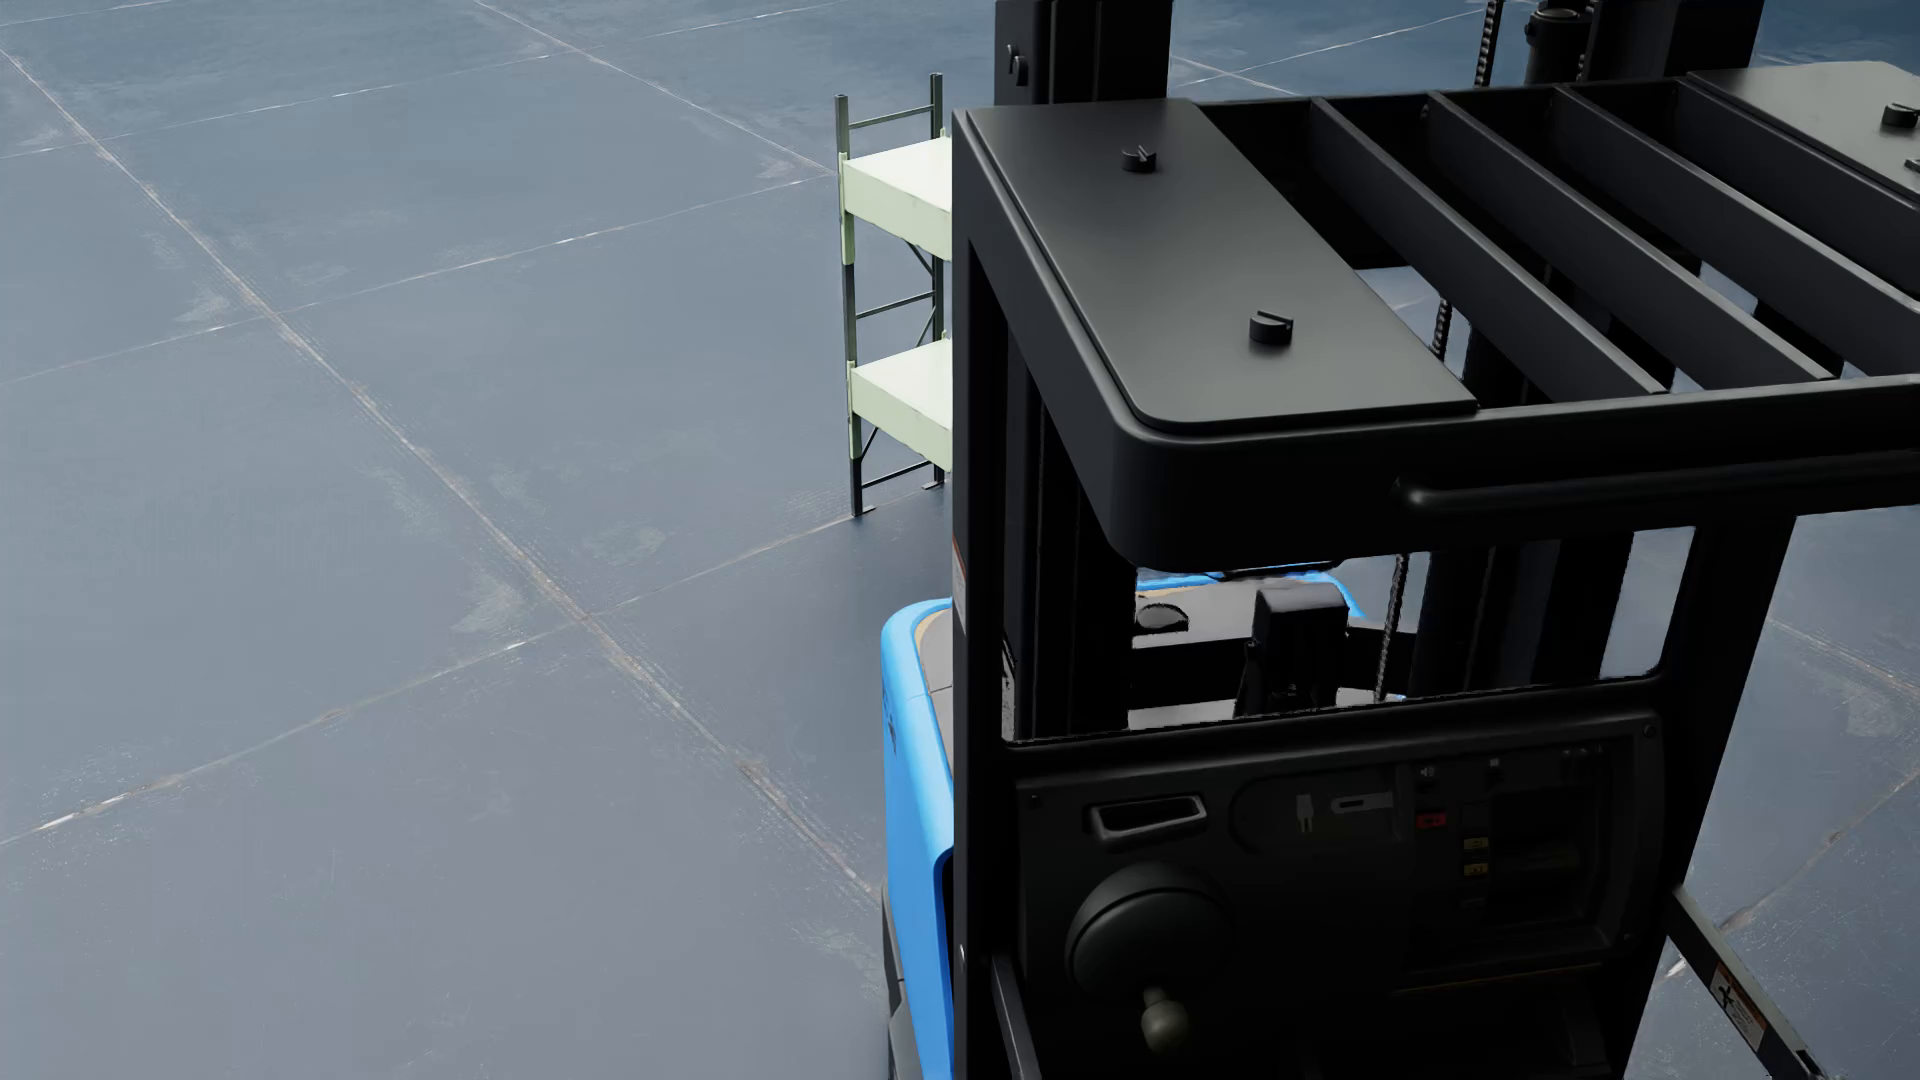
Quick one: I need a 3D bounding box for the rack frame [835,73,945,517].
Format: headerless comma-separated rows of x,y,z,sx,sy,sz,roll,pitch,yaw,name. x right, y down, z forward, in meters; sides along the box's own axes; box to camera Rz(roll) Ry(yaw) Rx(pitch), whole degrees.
-0.220,-0.787,5.595,0.400,1.500,0.023,-22,38,-31,rack frame

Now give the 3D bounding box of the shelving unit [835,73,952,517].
0.004,-0.634,5.350,0.431,1.500,0.755,-22,38,-31,shelving unit

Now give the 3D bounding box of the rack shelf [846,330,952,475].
0.004,-0.357,5.522,0.431,0.370,0.720,-22,38,-31,rack shelf

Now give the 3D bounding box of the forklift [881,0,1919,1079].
0.576,0.521,2.133,1.130,2.935,3.031,-5,32,-8,forklift

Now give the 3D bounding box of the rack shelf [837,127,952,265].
0.004,-0.966,5.144,0.431,0.370,0.720,-22,38,-31,rack shelf
